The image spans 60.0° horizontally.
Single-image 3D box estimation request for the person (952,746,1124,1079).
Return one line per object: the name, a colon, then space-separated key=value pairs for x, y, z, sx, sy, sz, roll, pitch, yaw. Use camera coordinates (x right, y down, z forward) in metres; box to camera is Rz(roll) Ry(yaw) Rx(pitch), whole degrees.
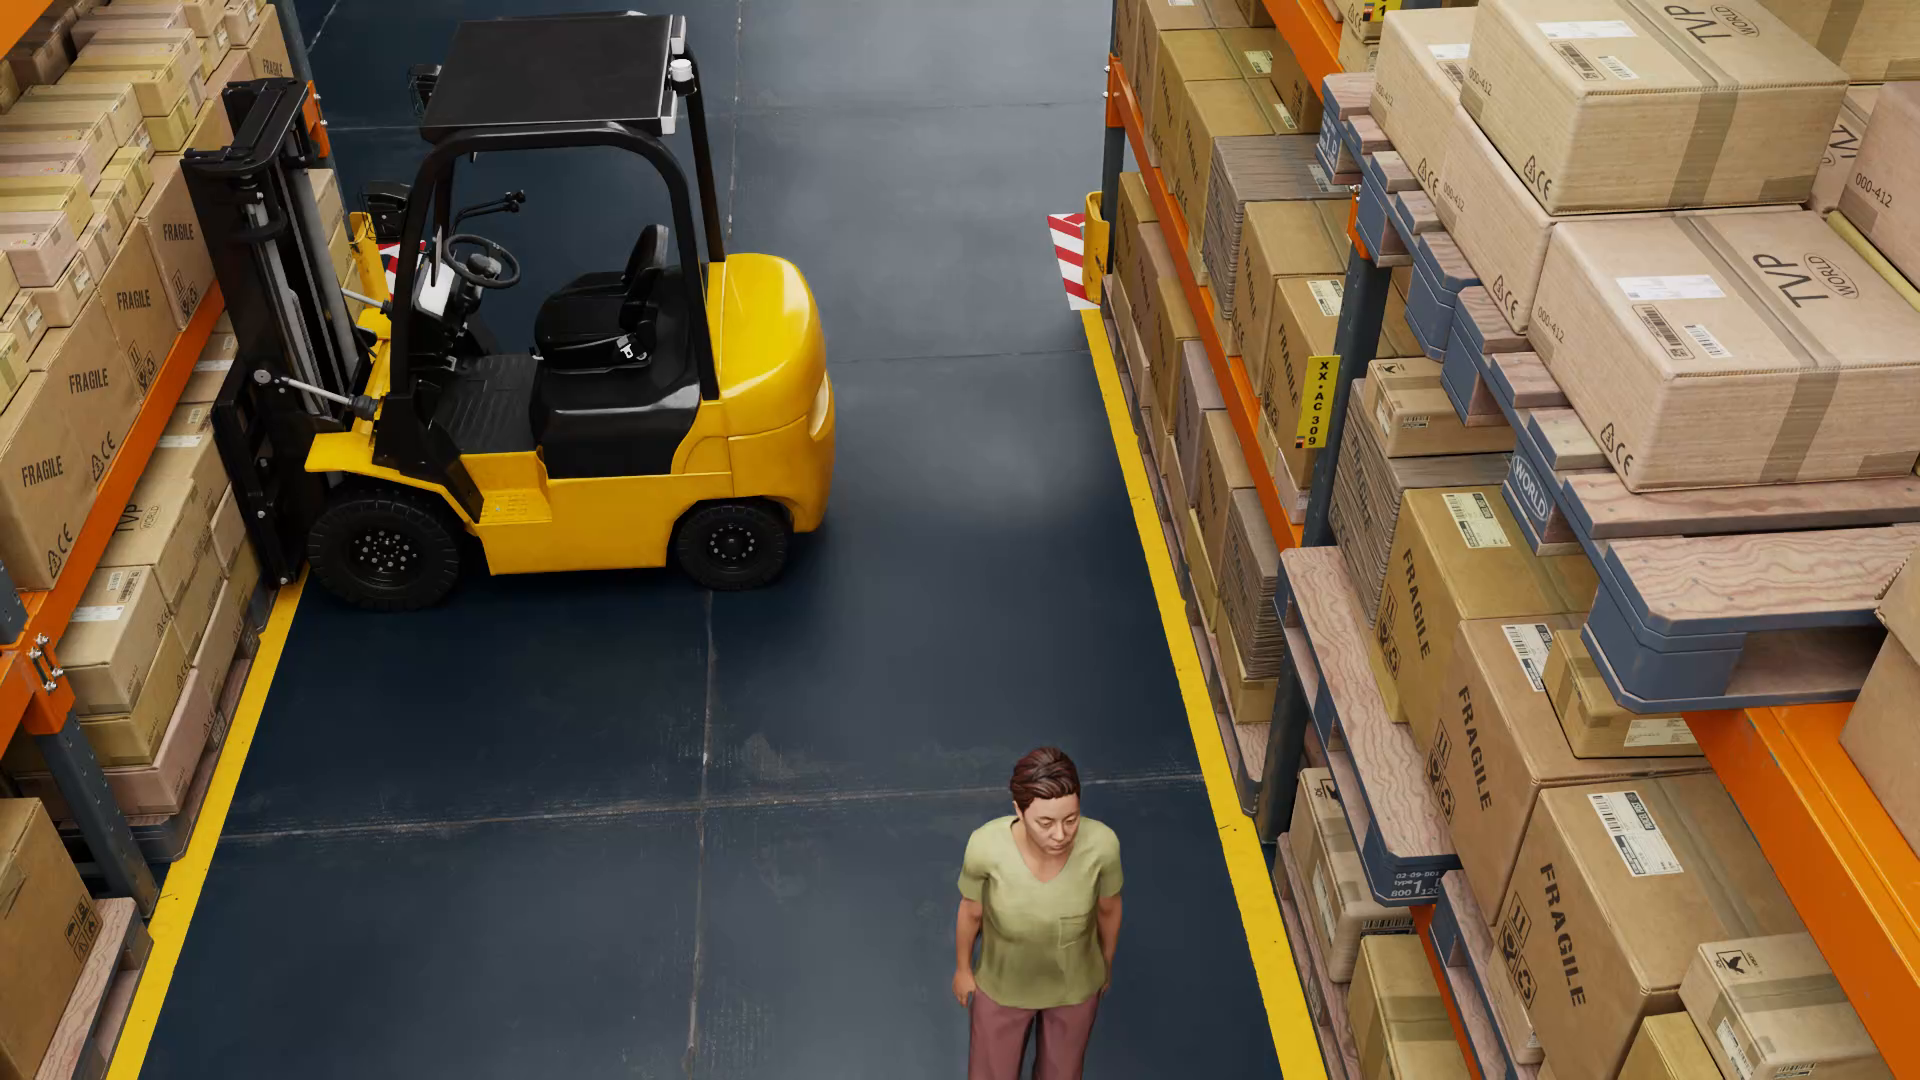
person: x=0.211 y=1.195 z=4.653 sx=0.467 sy=1.662 sz=0.532 roll=-1 pitch=39 yaw=-2
